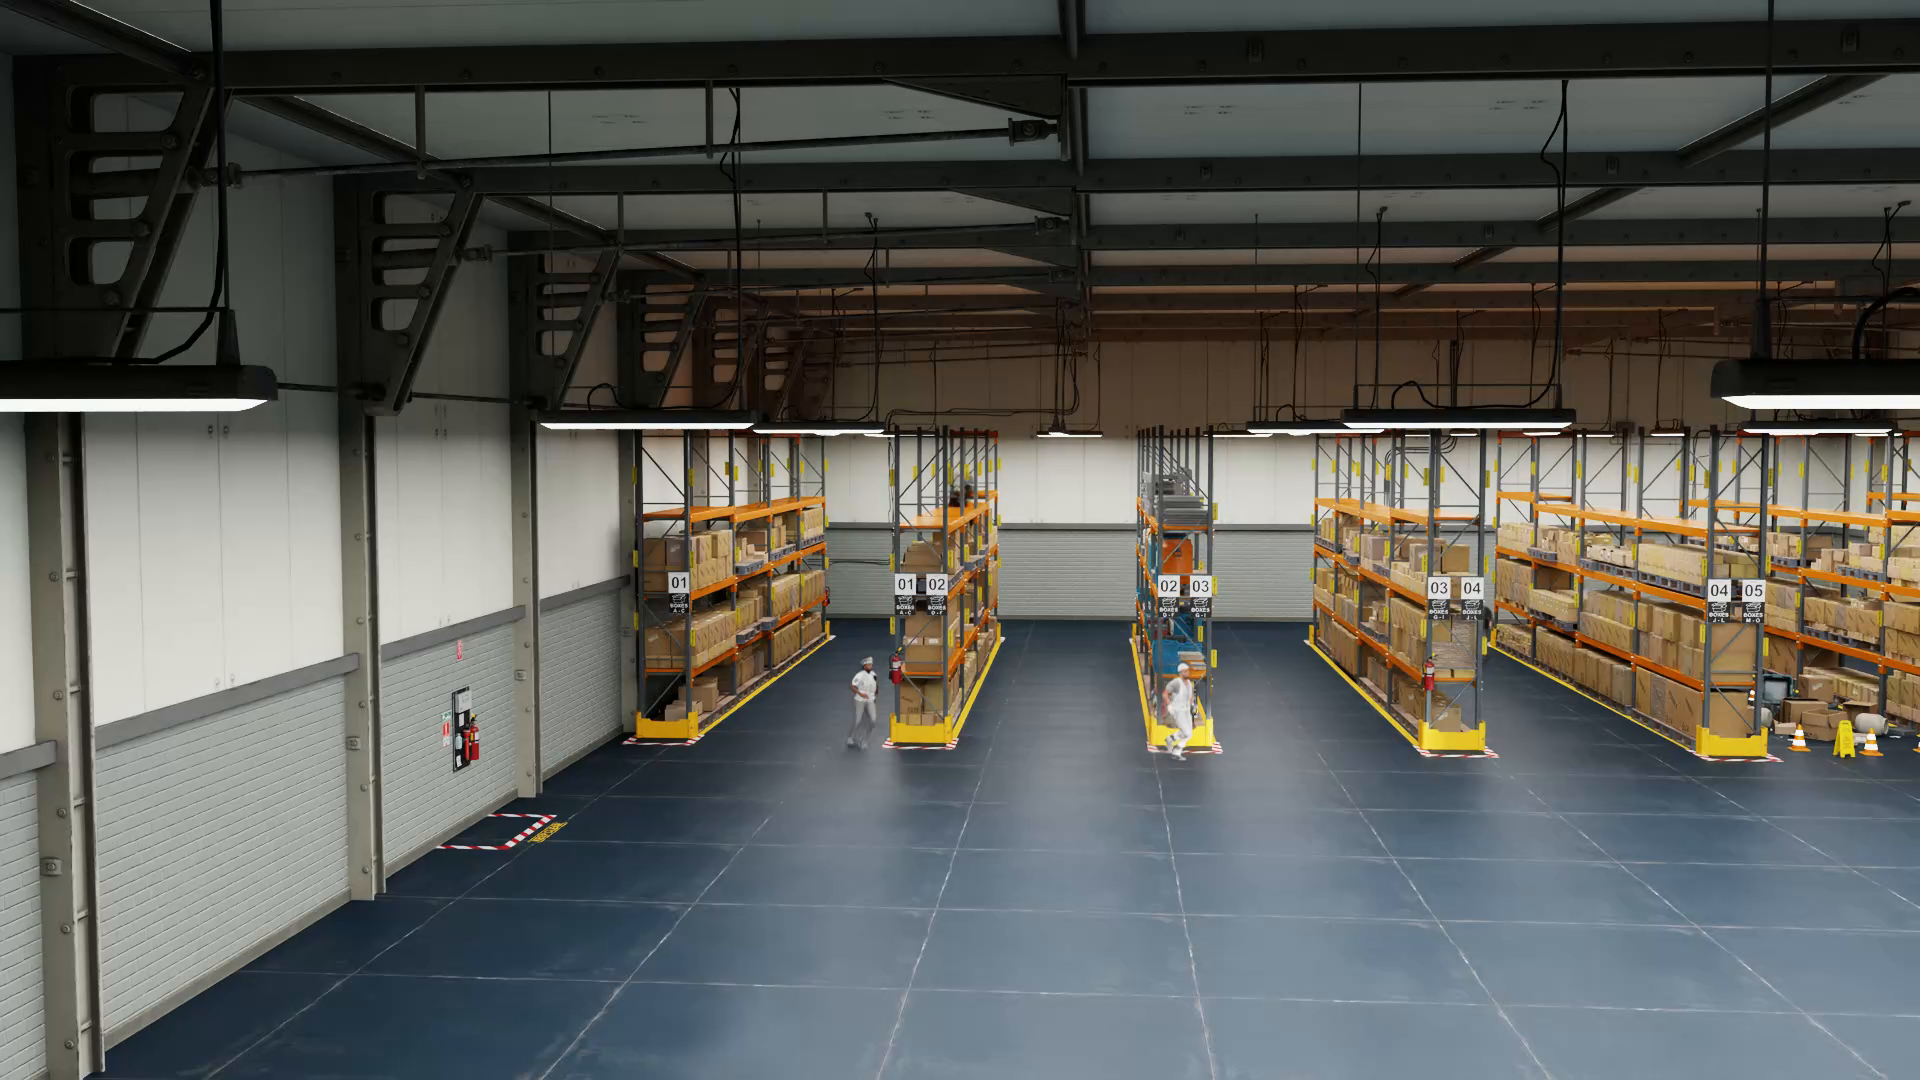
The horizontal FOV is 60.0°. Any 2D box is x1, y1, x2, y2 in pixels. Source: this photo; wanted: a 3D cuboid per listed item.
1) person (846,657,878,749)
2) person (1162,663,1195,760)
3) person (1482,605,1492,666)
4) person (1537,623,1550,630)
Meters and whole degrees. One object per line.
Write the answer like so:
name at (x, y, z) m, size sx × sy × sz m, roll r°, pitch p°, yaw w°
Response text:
person at (-1.771, 3.028, 31.059) m, size 0.623 × 1.699 × 0.663 m, roll -2°, pitch 4°, yaw -31°
person at (3.954, 3.074, 29.750) m, size 0.682 × 1.738 × 0.560 m, roll -3°, pitch 5°, yaw -45°
person at (13.278, 2.326, 42.491) m, size 0.673 × 1.804 × 0.760 m, roll 0°, pitch 3°, yaw 5°
person at (16.964, 2.043, 48.099) m, size 0.547 × 1.596 × 0.607 m, roll -1°, pitch 4°, yaw -19°
